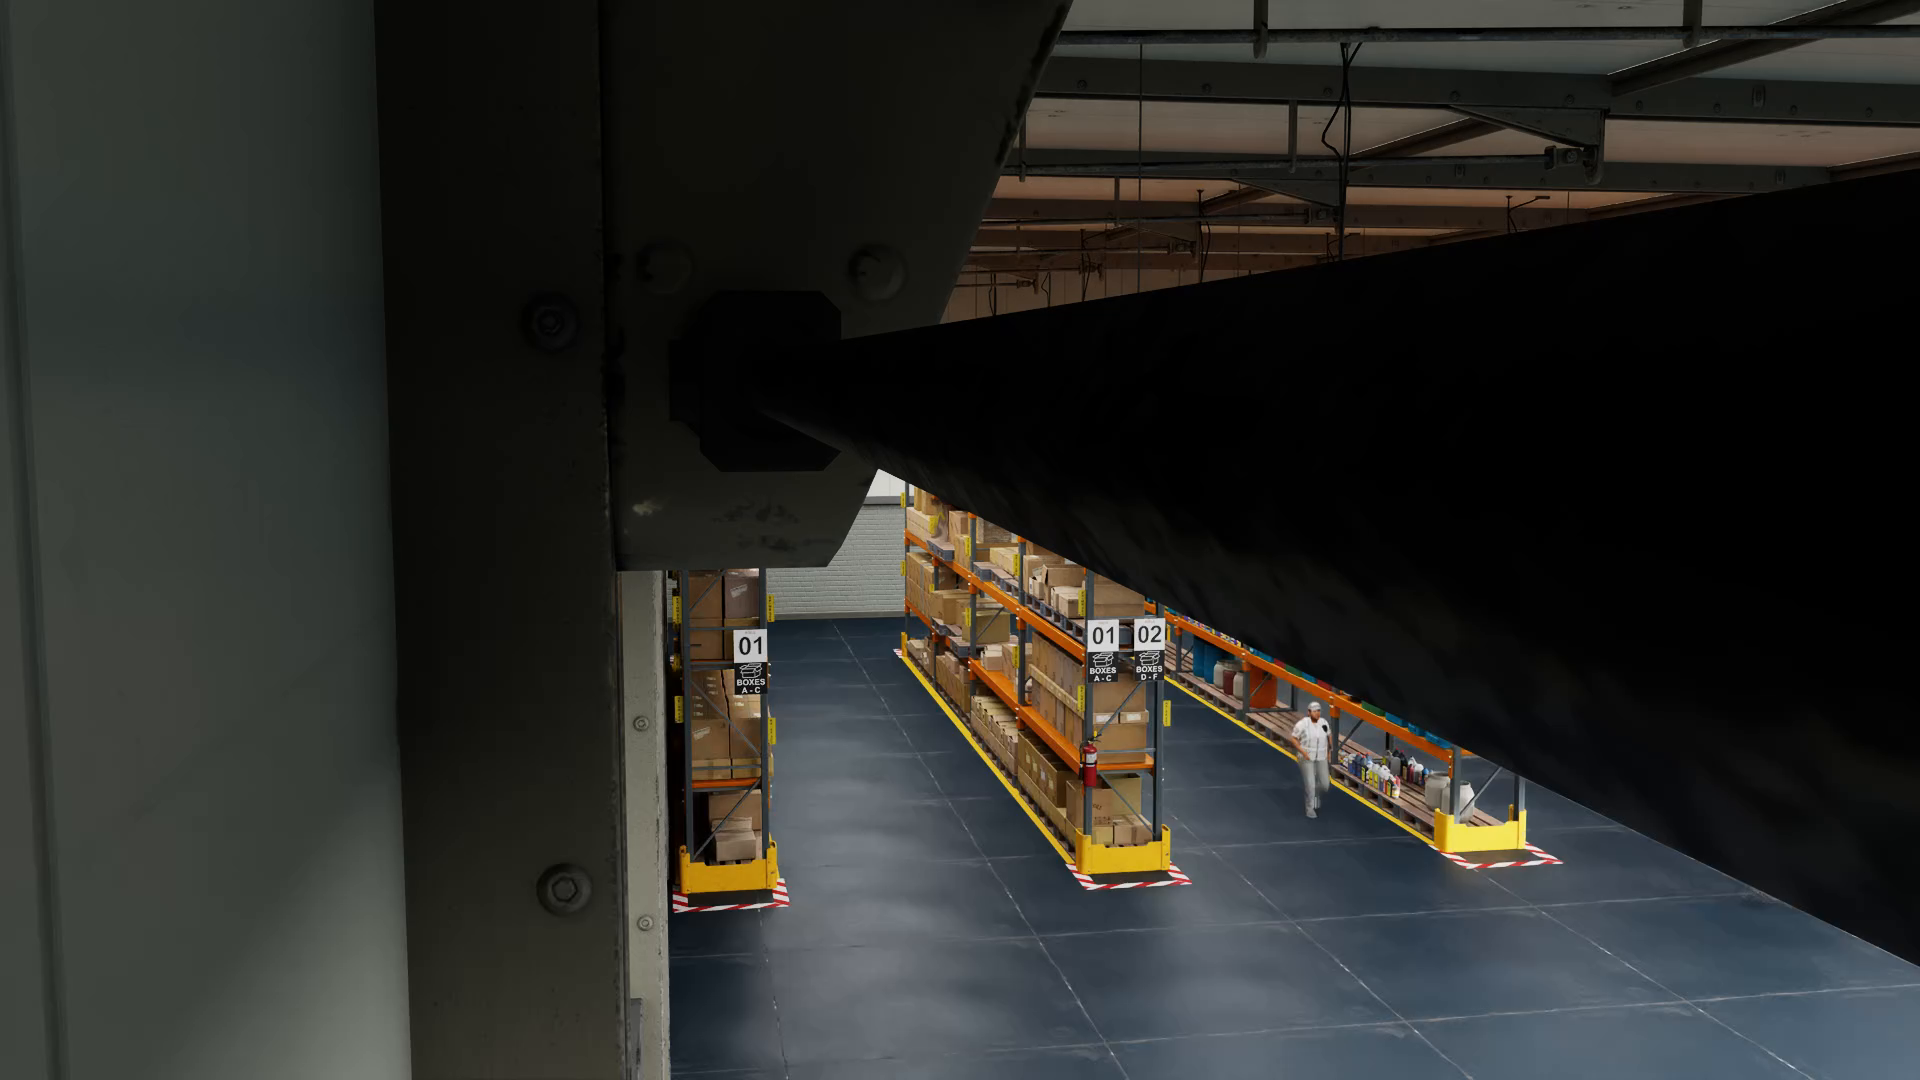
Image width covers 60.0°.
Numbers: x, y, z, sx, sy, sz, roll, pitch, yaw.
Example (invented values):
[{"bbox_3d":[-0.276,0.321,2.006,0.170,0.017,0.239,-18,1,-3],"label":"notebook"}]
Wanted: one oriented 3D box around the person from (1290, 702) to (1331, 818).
[{"bbox_3d":[4.980,3.091,23.526,0.619,1.635,0.528,-1,6,-9],"label":"person"}]
